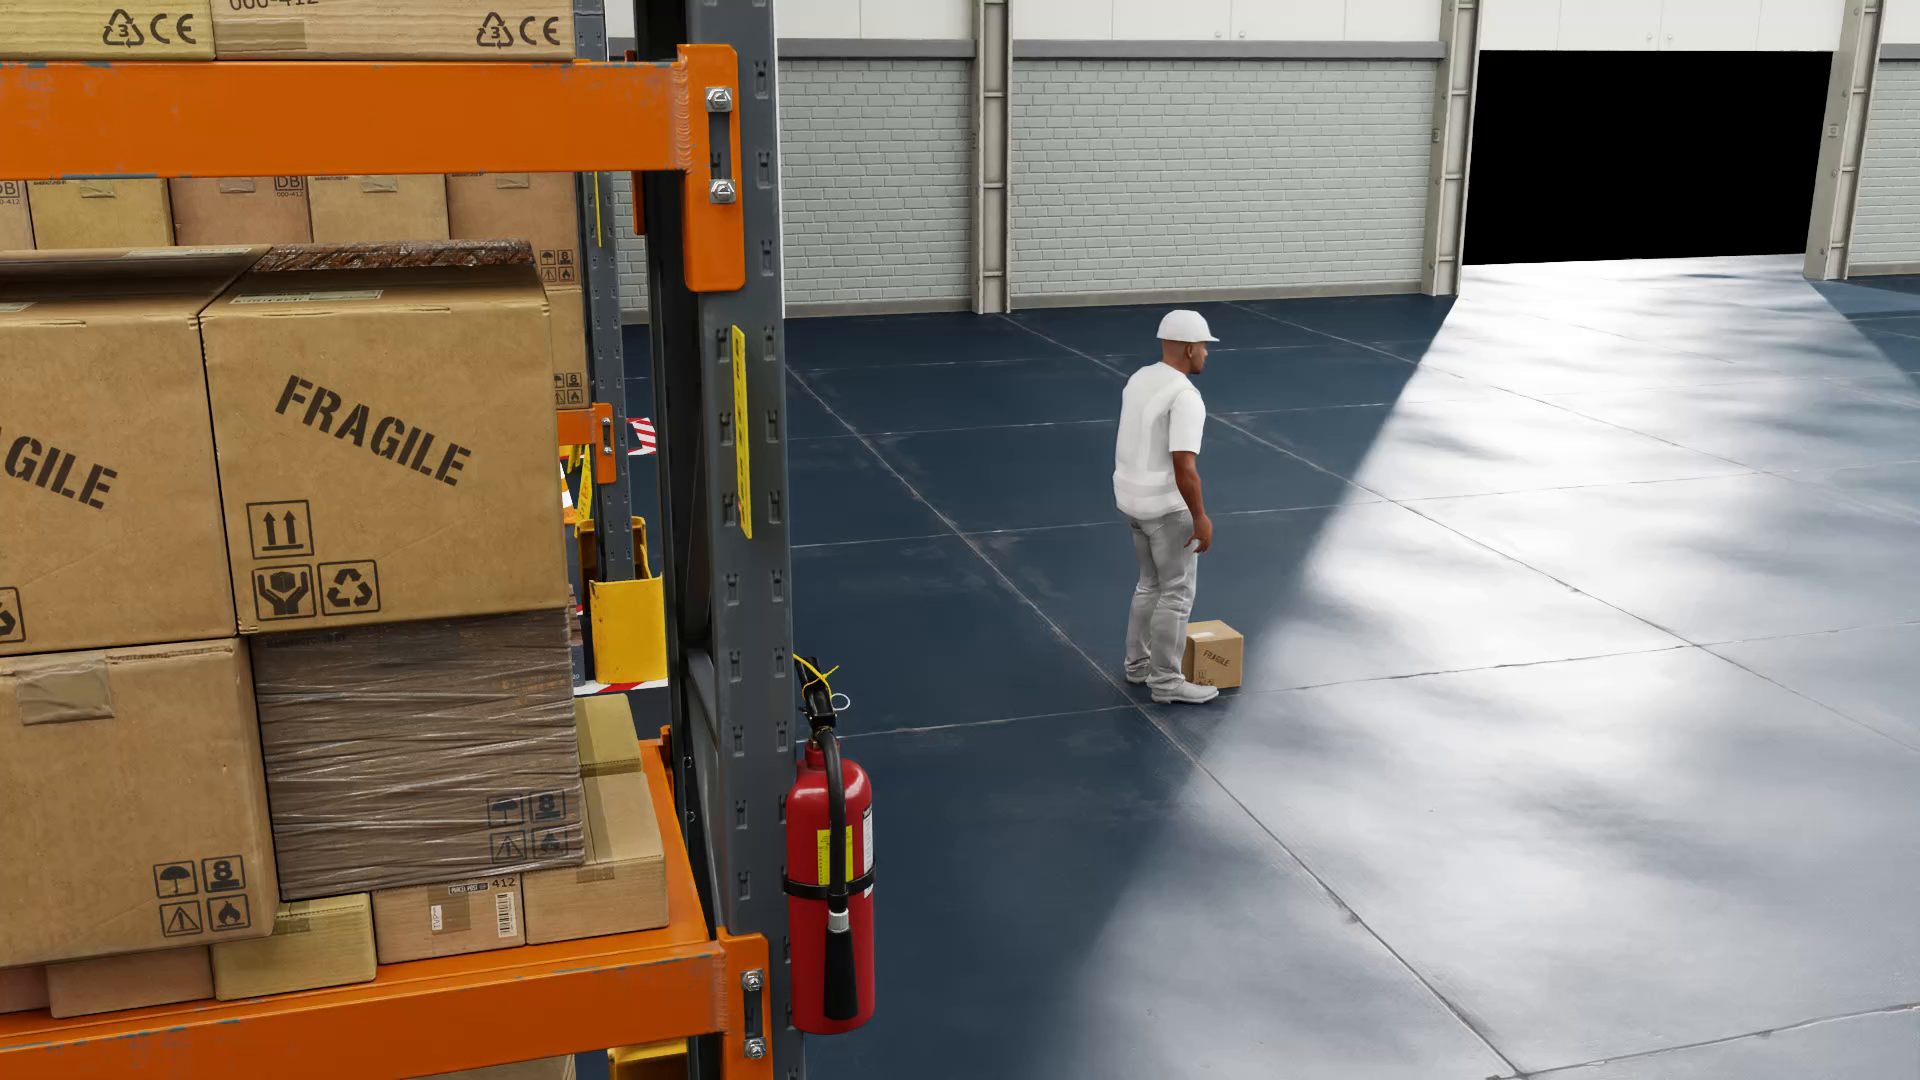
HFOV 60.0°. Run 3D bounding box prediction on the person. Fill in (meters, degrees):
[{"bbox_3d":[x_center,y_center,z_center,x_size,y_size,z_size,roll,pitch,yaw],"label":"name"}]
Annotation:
[{"bbox_3d":[0.948,-0.164,7.571,0.454,1.761,0.638,-5,17,-17],"label":"person"}]
